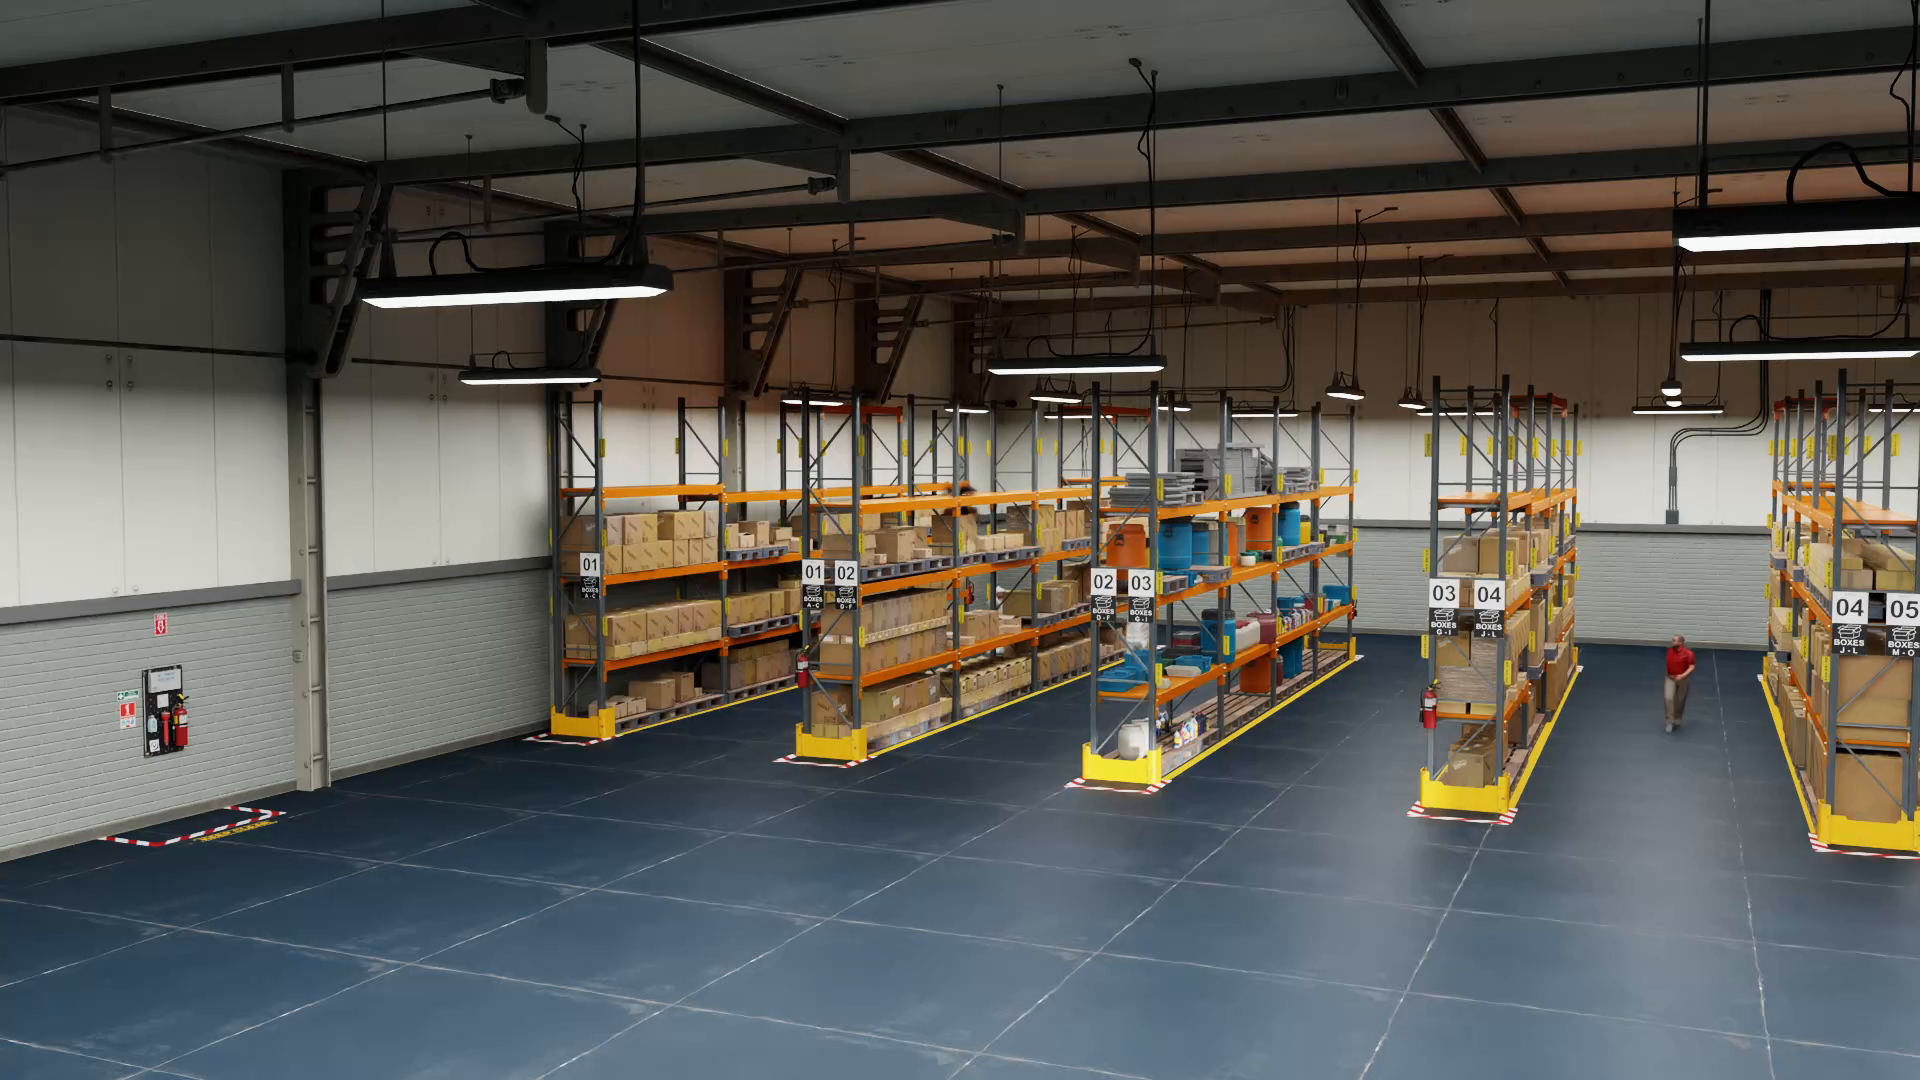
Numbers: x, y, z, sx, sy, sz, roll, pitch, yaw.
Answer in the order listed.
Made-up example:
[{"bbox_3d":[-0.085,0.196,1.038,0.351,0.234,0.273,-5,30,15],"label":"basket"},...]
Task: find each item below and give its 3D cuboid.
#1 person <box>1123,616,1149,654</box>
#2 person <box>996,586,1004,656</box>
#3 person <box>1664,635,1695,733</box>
[{"bbox_3d":[3.736,2.186,35.348,0.569,1.746,1.019,1,3,12],"label":"person"},{"bbox_3d":[0.965,1.976,38.574,0.508,1.809,0.570,2,4,37],"label":"person"},{"bbox_3d":[12.814,2.538,29.630,0.490,1.716,0.995,1,3,23],"label":"person"}]
